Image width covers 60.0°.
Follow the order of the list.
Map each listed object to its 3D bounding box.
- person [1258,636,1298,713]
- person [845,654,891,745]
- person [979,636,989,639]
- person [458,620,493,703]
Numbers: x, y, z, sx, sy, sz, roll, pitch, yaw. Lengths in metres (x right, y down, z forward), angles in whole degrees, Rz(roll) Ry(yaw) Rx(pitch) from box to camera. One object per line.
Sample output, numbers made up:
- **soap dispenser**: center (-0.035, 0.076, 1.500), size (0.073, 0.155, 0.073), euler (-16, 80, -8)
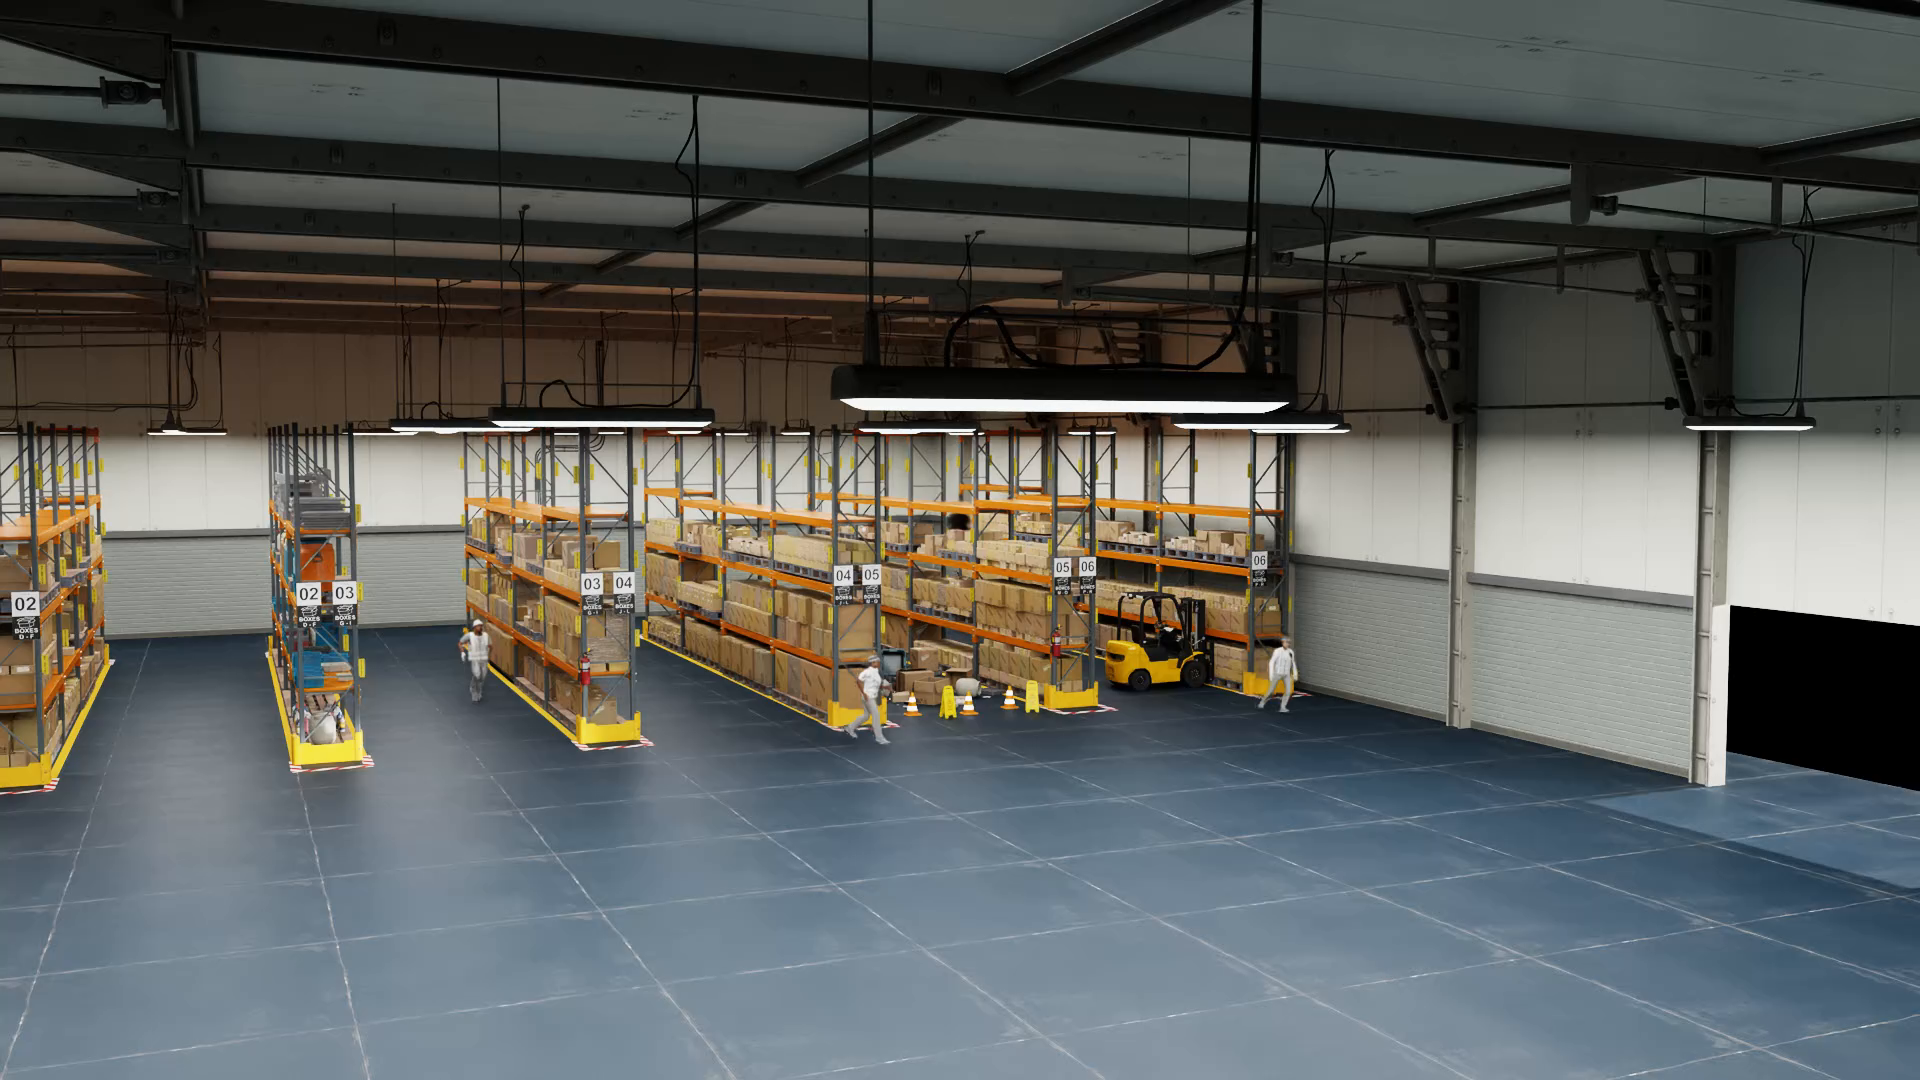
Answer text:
- **person**: center (6.660, 2.785, 34.823), size (0.715, 1.612, 0.652), euler (-1, 4, -13)
- **person**: center (-1.724, 2.973, 31.227), size (0.904, 1.686, 0.546), euler (1, 4, 14)
- **person**: center (0.742, 1.973, 46.957), size (0.923, 1.749, 0.670), euler (3, 5, 40)
- **person**: center (-10.462, 2.628, 36.103), size (0.676, 1.793, 0.709), euler (-3, 4, -36)
